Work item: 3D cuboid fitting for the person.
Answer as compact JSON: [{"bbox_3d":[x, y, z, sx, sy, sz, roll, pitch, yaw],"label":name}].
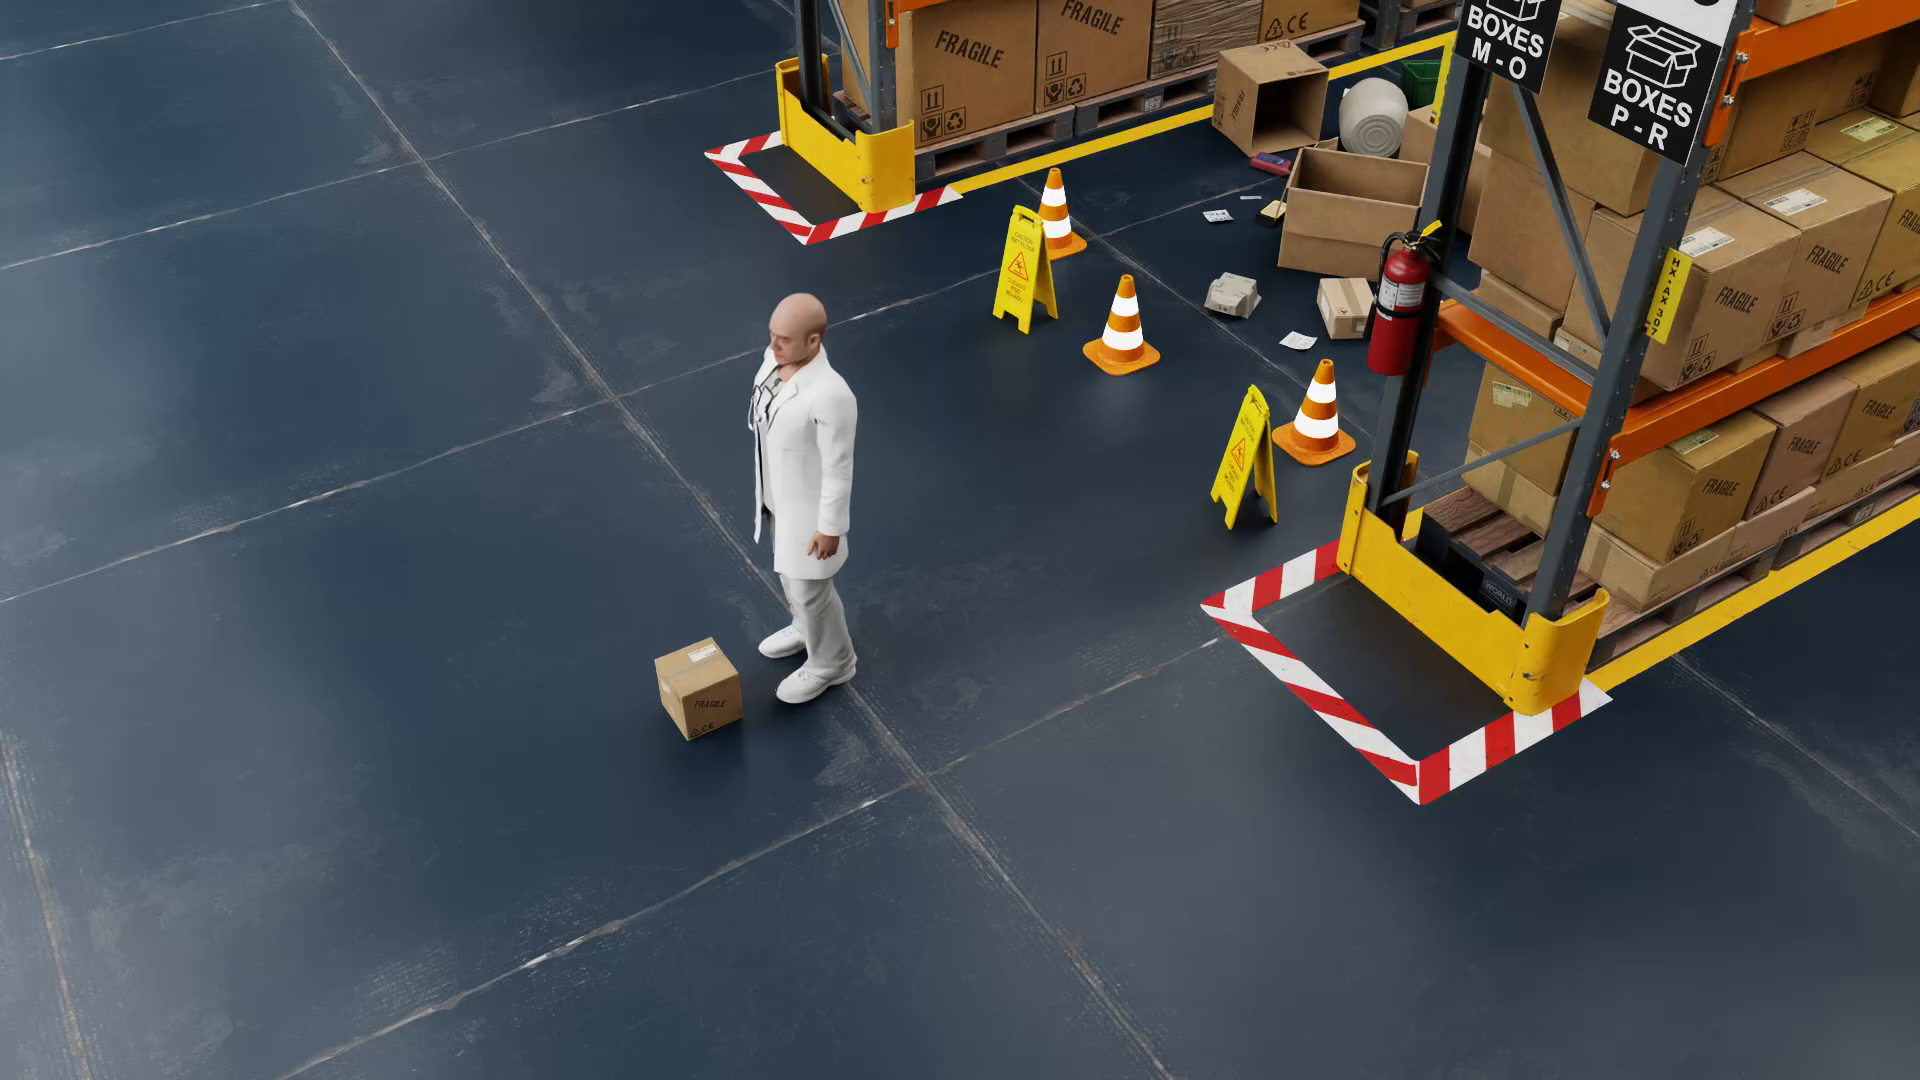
[{"bbox_3d":[-0.617,-0.145,6.341,0.436,1.775,0.571,-21,45,-23],"label":"person"}]
